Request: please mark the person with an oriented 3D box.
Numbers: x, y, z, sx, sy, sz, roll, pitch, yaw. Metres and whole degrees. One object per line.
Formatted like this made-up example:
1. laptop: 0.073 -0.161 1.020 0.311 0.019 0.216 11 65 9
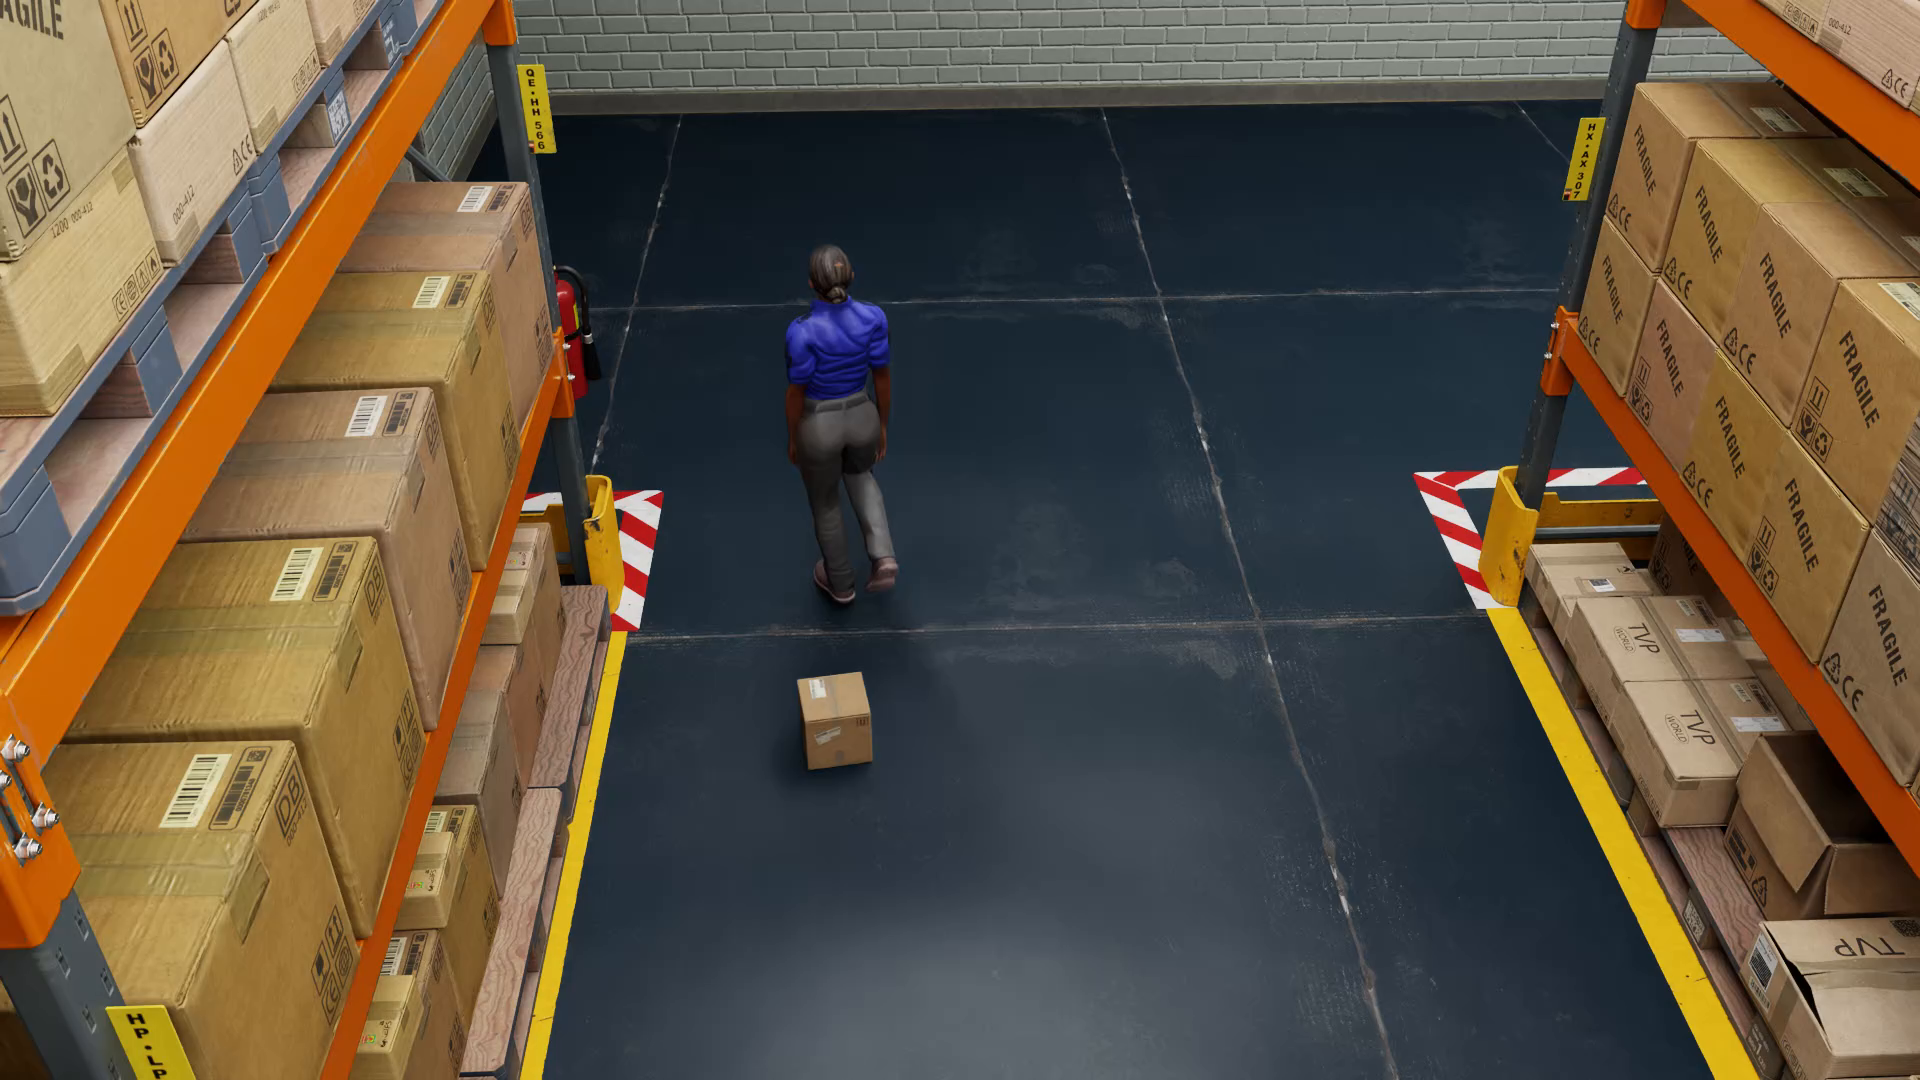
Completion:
1. person: -0.491 -0.446 6.740 0.436 1.644 0.464 -17 39 -23
